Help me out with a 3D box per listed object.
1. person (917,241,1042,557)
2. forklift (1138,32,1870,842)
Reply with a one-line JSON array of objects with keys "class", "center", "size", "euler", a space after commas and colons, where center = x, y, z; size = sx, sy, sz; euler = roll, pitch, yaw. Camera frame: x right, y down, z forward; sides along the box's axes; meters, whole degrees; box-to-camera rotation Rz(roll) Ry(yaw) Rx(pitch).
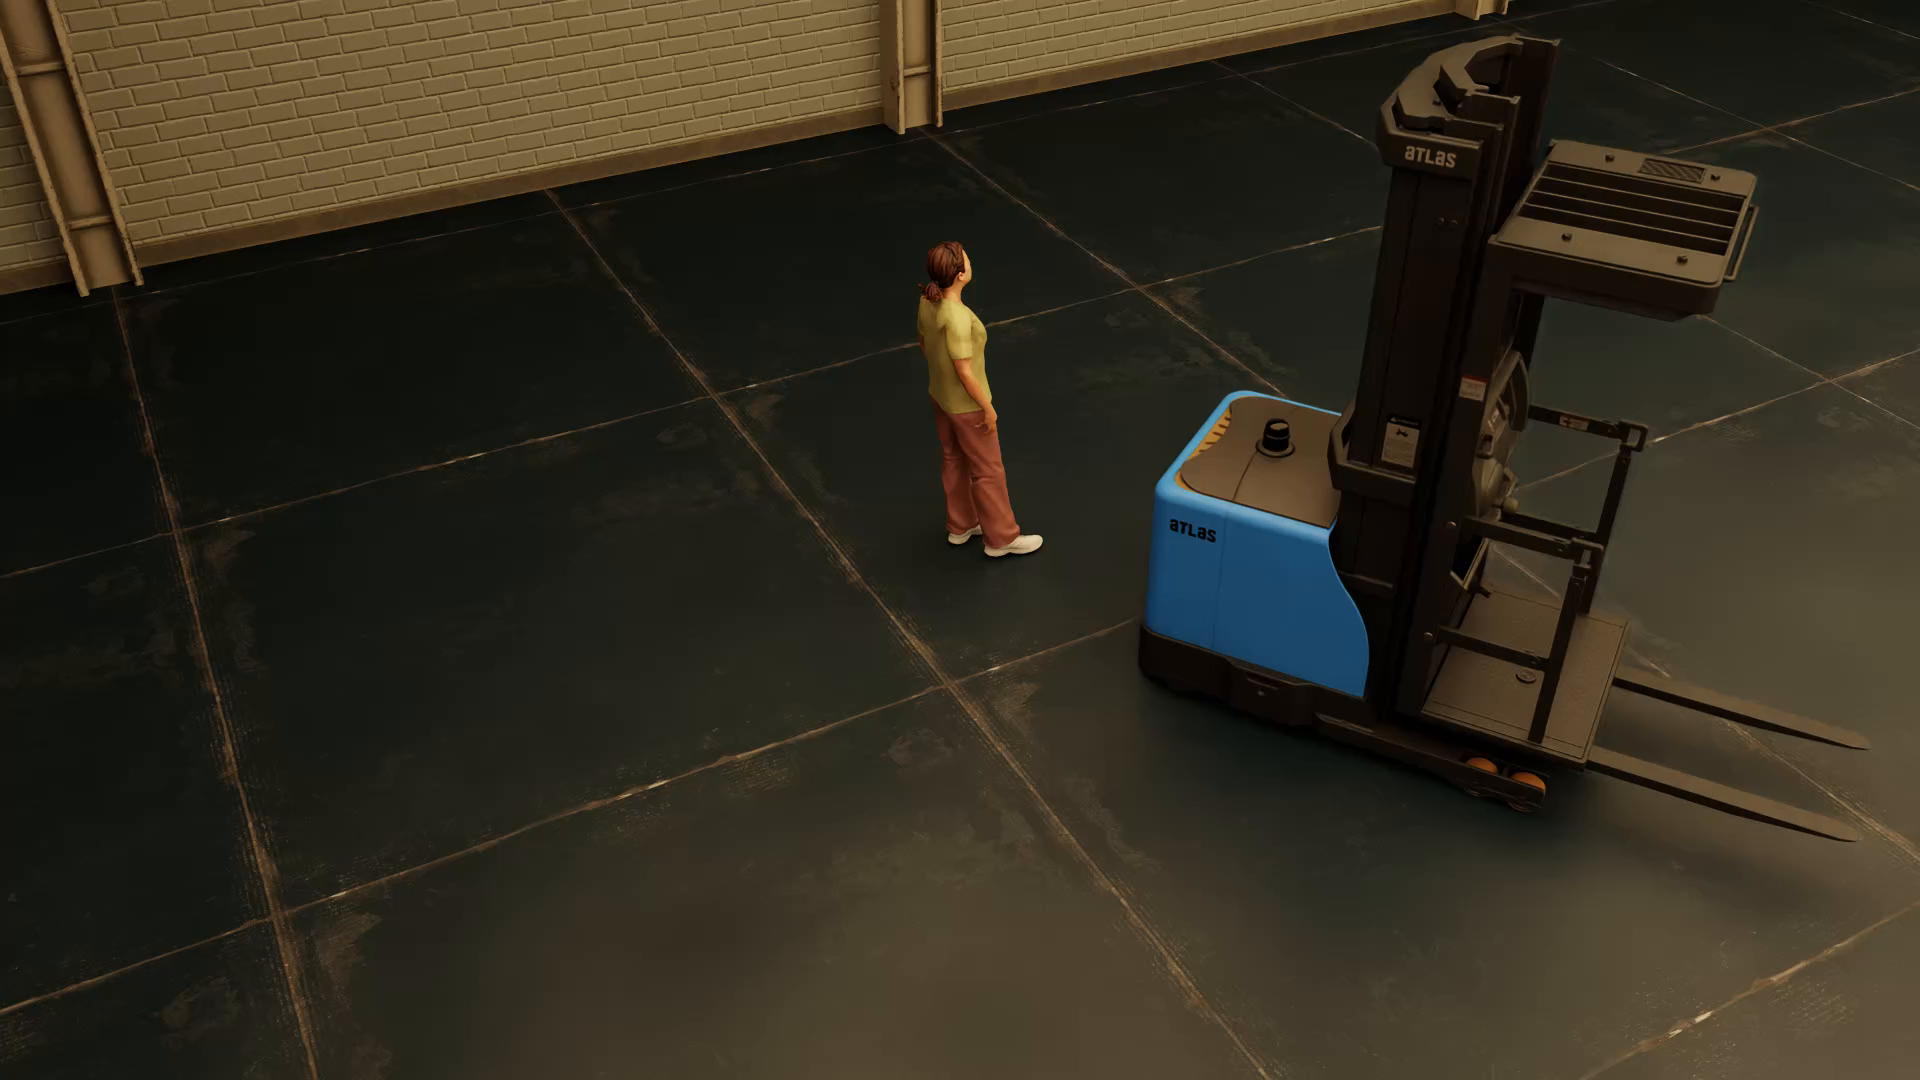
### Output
[{"class": "person", "center": [0.071, -0.705, 8.195], "size": [0.548, 1.673, 0.554], "euler": [-17, 39, -23]}, {"class": "forklift", "center": [2.373, -0.400, 6.689], "size": [3.031, 2.935, 1.130], "euler": [17, 39, 22]}]
